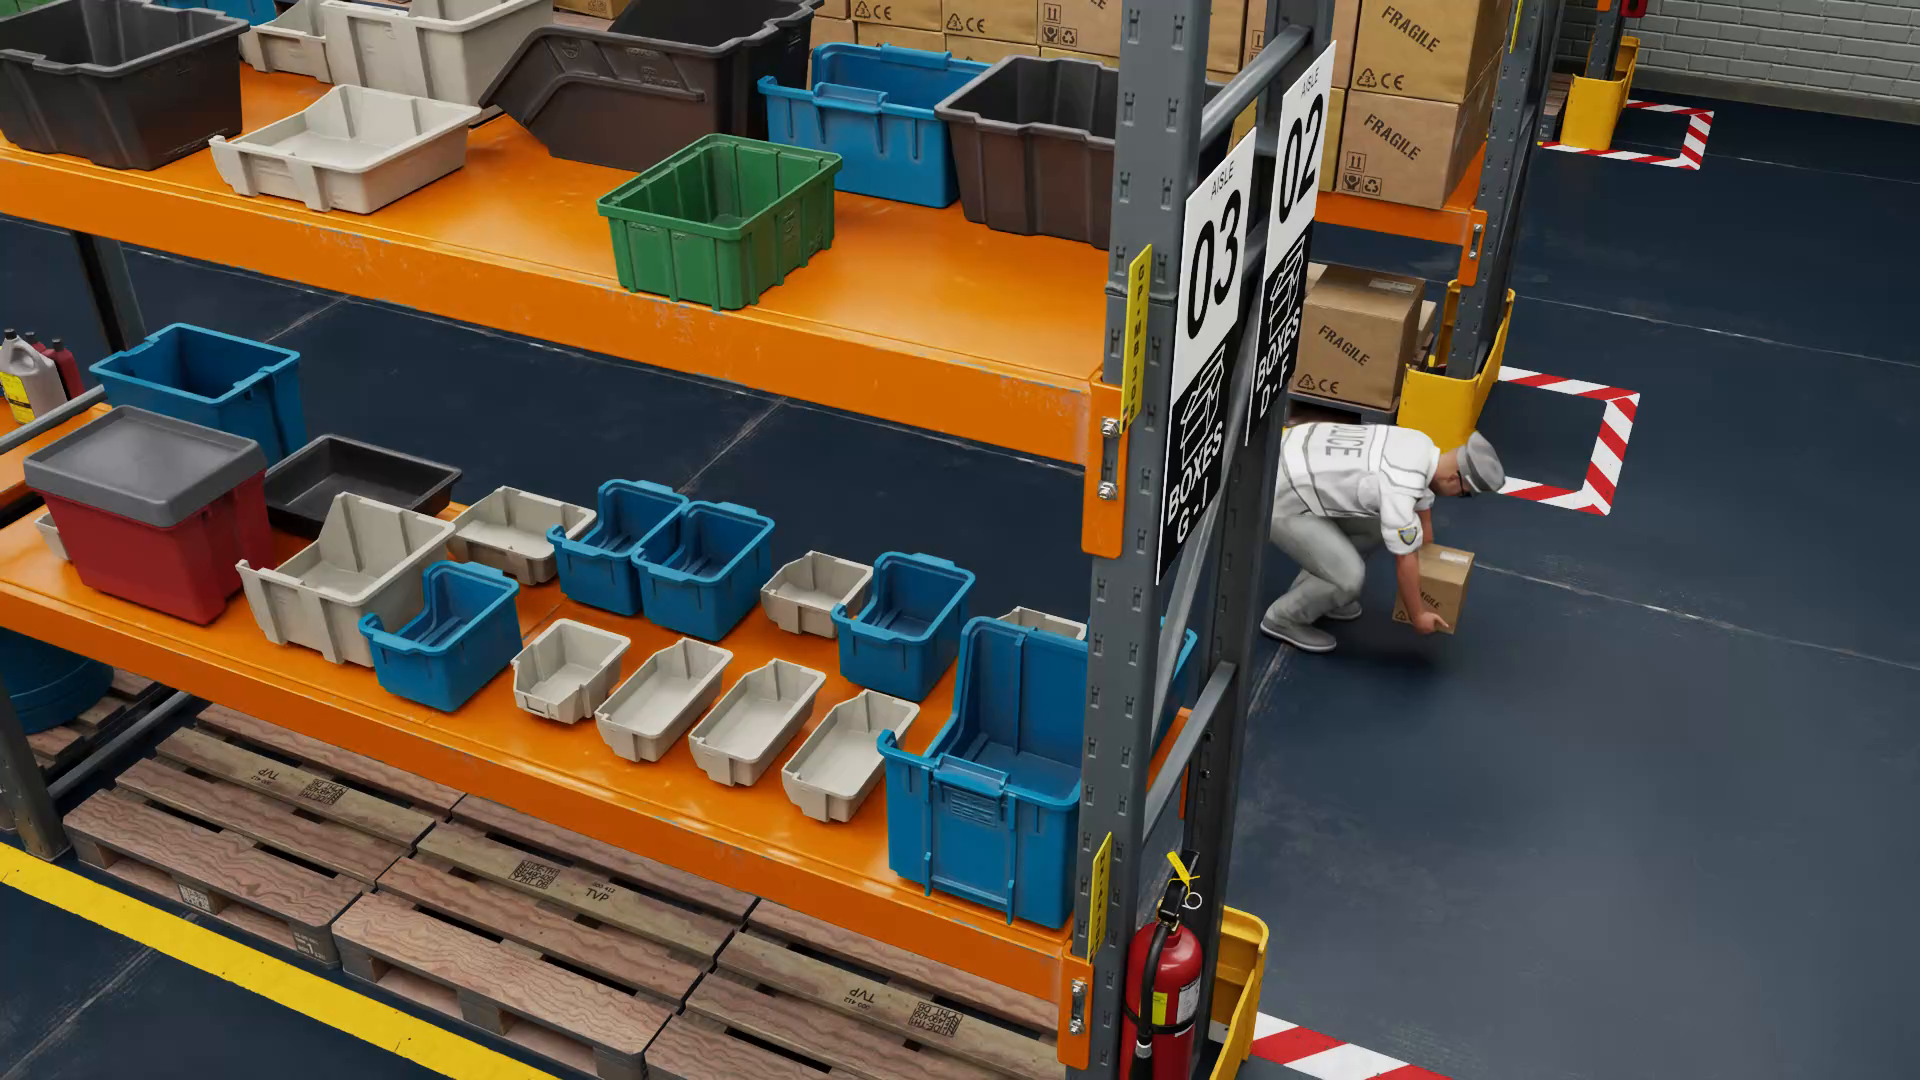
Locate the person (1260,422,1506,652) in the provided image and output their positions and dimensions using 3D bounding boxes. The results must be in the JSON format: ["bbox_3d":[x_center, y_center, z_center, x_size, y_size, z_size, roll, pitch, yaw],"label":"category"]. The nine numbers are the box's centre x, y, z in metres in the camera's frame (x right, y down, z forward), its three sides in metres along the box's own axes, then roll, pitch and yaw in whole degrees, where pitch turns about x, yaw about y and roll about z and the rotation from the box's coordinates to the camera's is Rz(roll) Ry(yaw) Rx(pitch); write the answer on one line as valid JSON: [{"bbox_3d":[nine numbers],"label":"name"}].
[{"bbox_3d":[1.658,-0.031,6.845,1.019,1.025,0.529,13,36,19],"label":"person"}]
